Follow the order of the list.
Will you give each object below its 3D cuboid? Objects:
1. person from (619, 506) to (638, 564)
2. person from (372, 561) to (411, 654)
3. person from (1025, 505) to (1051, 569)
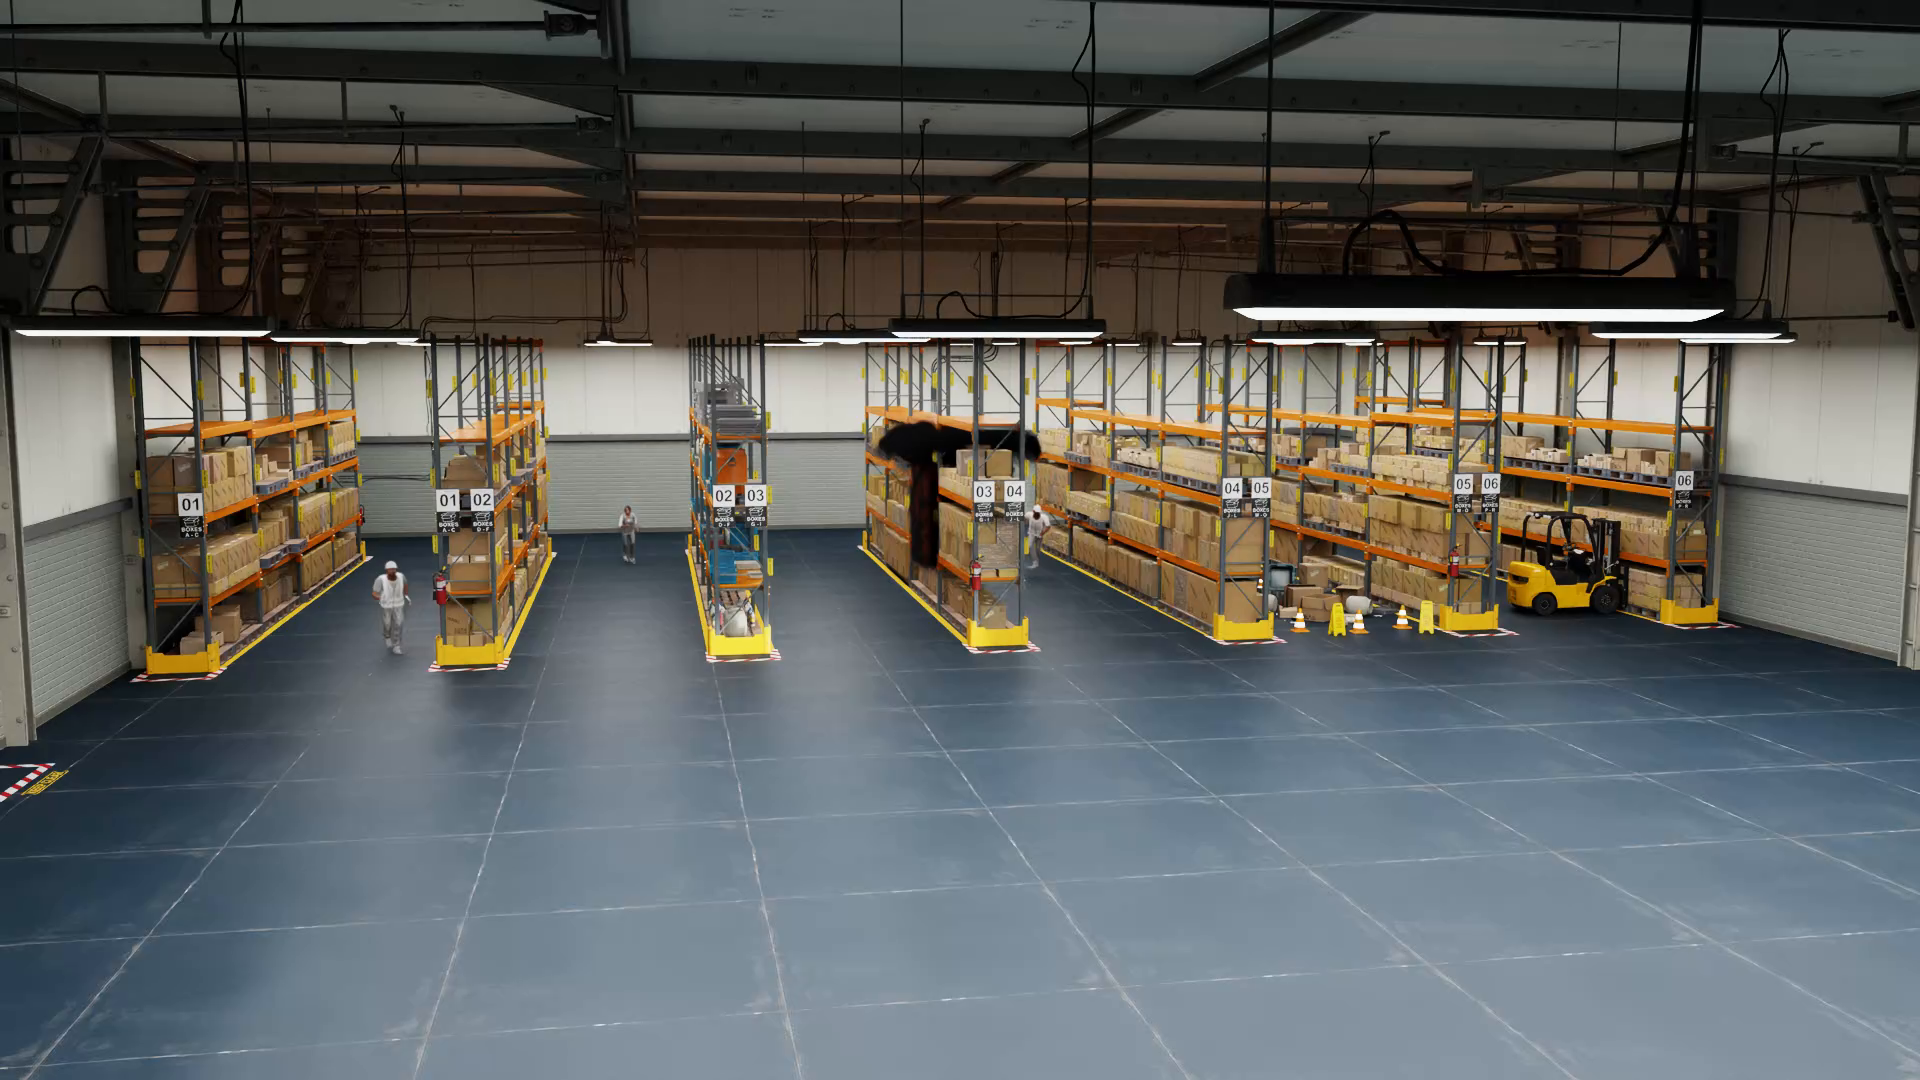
[{"bbox_3d":[-8.913,-0.163,44.695,0.549,1.564,0.903,-2,7,-19],"label":"person"},{"bbox_3d":[-10.745,1.251,31.426,0.700,1.747,0.971,-3,7,-26],"label":"person"},{"bbox_3d":[1.921,-0.117,41.762,0.729,1.611,1.071,1,7,7],"label":"person"}]
